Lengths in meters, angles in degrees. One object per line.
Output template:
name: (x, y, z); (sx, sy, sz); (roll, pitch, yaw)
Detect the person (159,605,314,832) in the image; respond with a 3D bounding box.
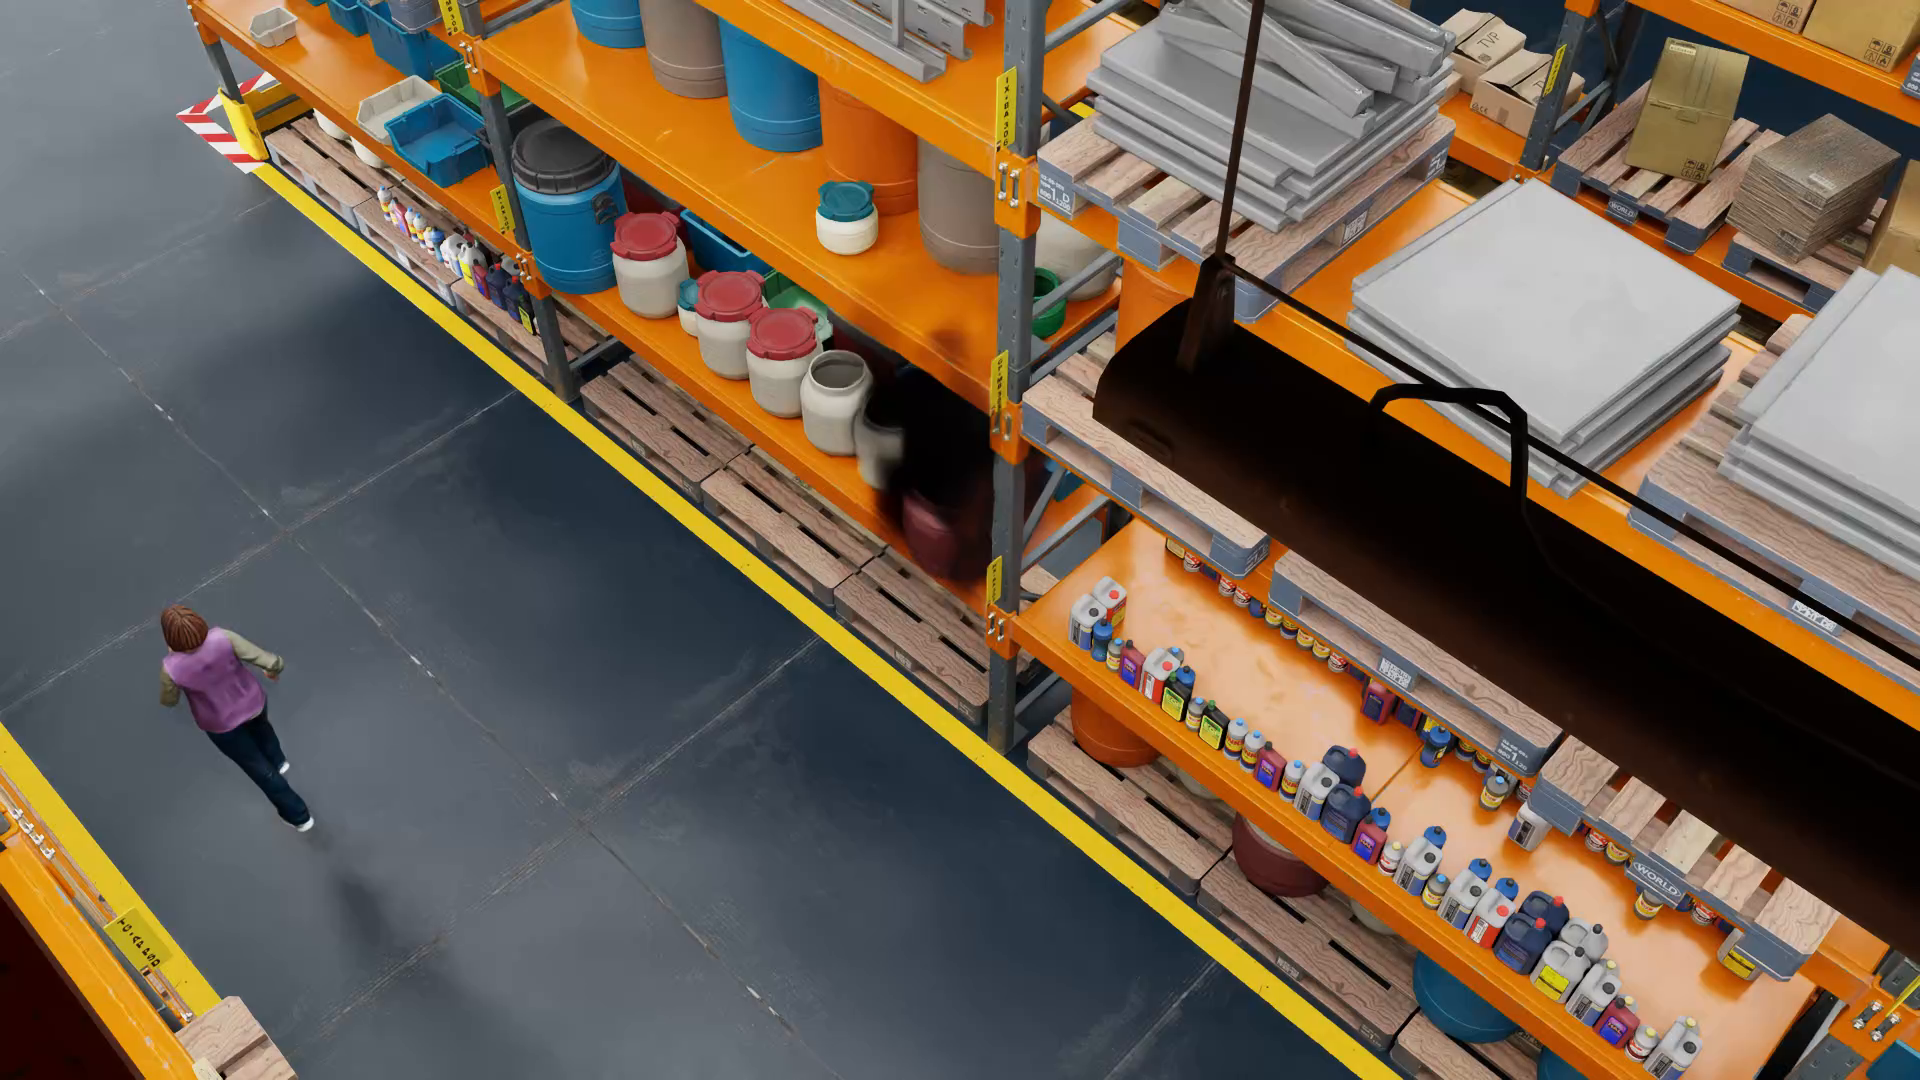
person: (-3.588, 0.858, 8.249); (0.698, 1.672, 0.510); (32, 57, 24)

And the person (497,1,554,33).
person: (-3.385, -4.338, 12.963); (0.751, 1.722, 0.587); (20, 53, 16)
